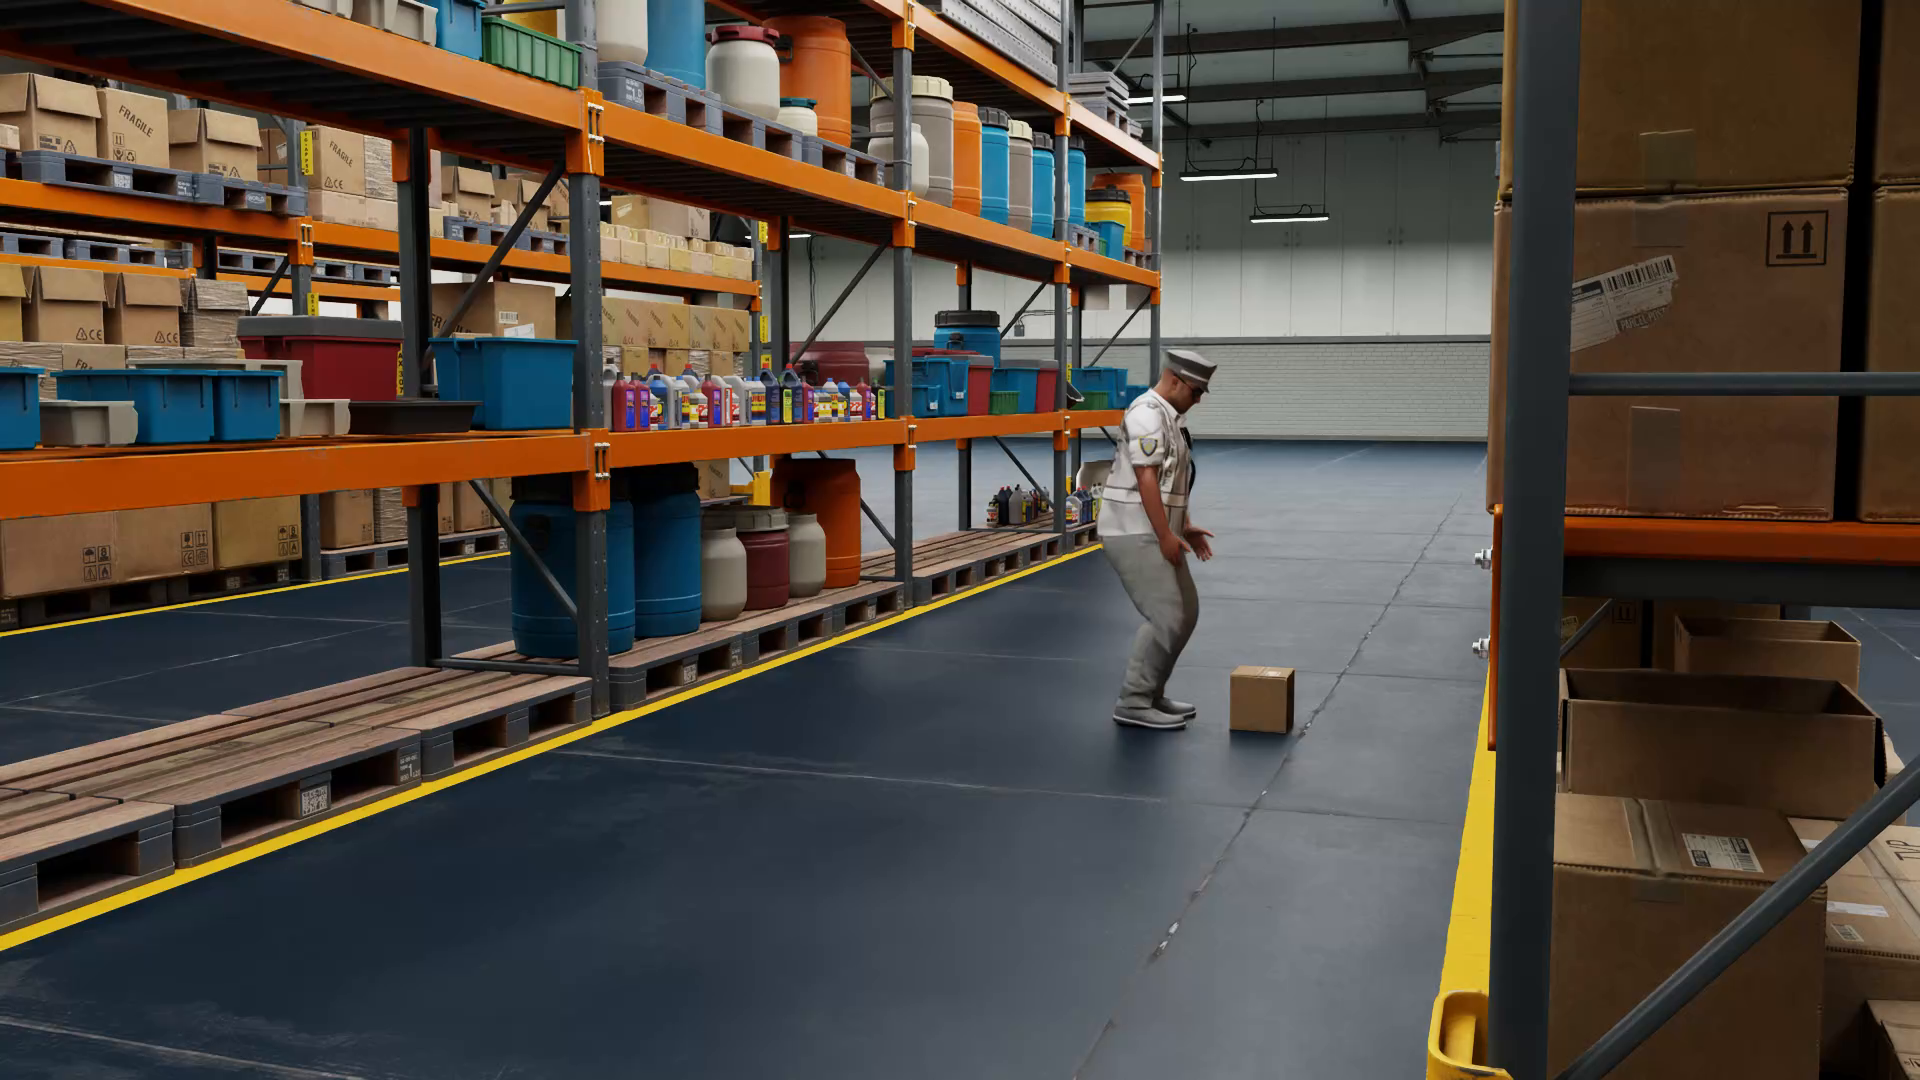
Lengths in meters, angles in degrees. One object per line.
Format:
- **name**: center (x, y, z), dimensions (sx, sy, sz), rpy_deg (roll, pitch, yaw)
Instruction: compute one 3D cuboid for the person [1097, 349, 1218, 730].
- **person**: center (0.901, -0.015, 7.540), dimensions (0.517, 1.691, 0.561), rpy_deg (2, 5, 20)
